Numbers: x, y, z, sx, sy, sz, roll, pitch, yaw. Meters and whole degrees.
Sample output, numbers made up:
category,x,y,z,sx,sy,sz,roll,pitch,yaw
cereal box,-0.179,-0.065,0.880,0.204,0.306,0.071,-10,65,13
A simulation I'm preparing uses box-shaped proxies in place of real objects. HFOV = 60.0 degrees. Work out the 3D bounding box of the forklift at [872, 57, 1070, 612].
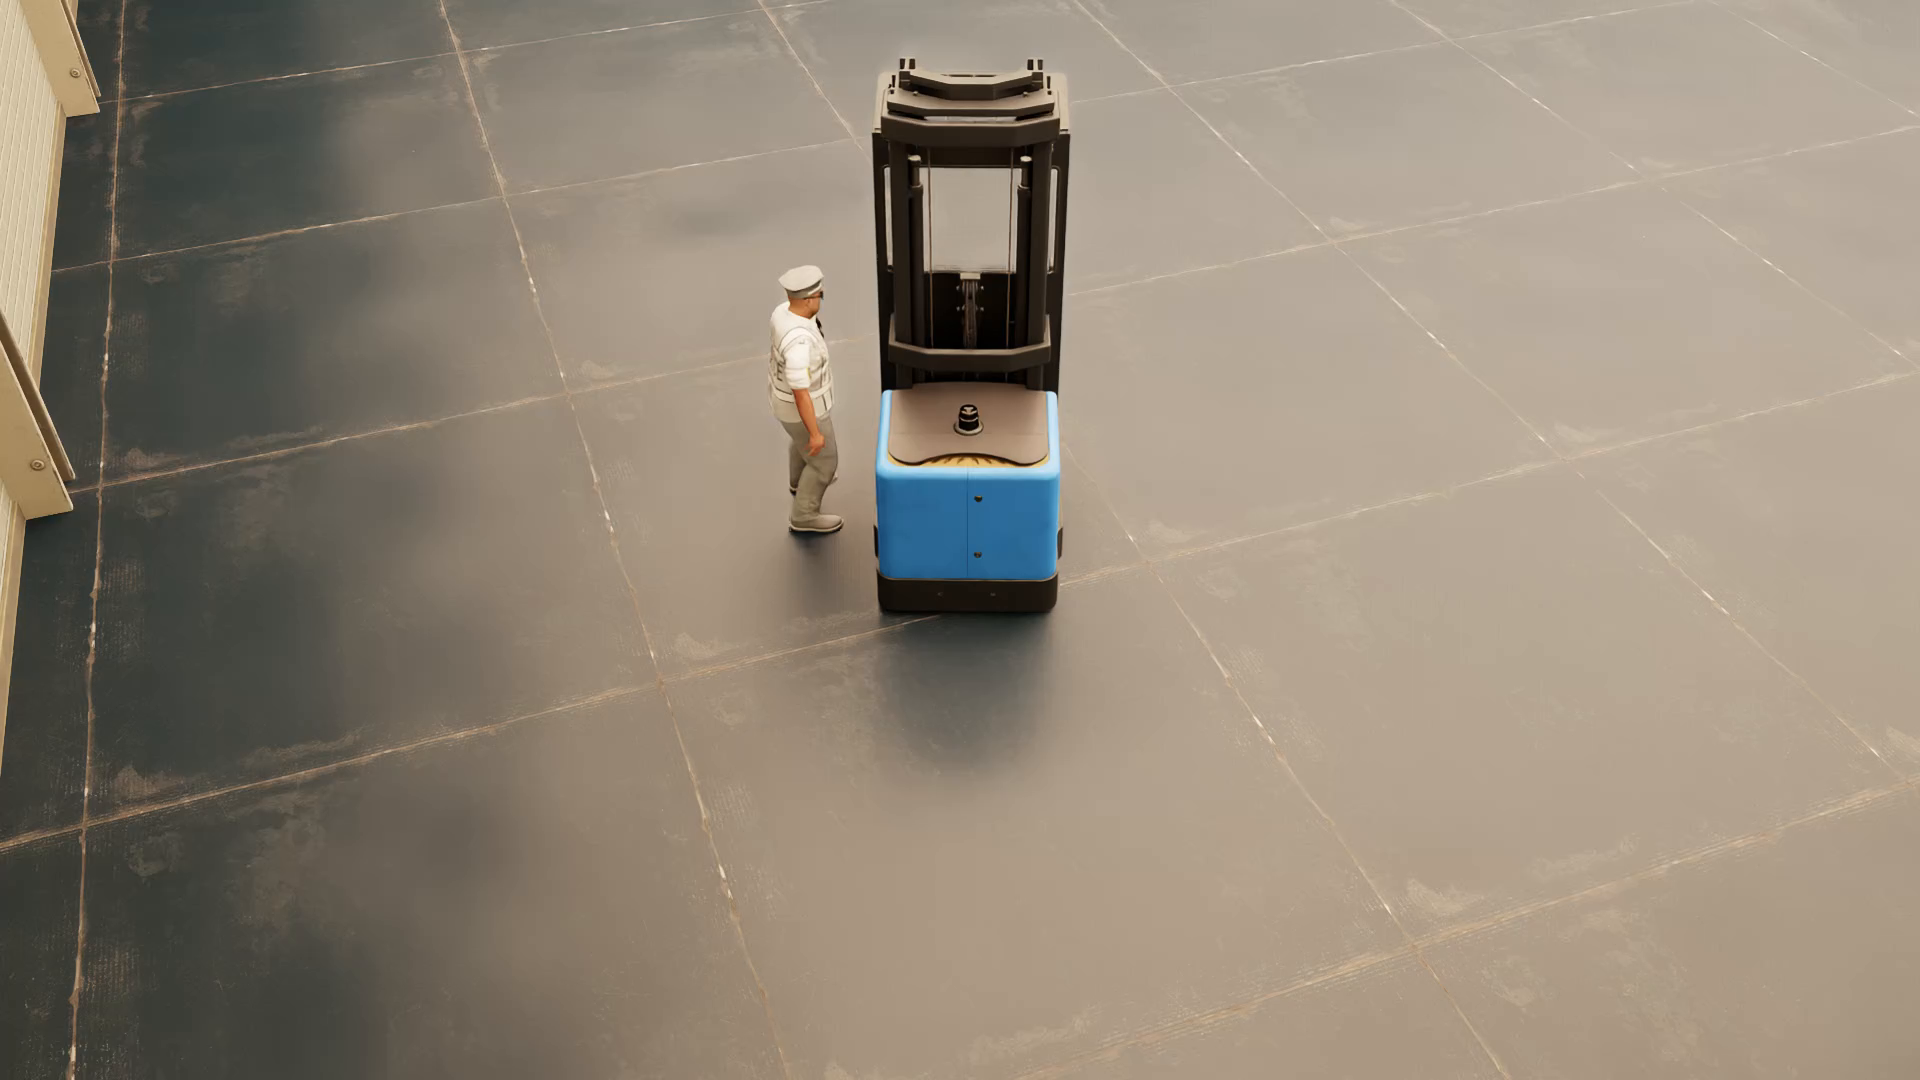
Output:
category,x,y,z,sx,sy,sz,roll,pitch,yaw
forklift,0.064,-1.627,9.934,1.130,2.935,3.031,1,40,1

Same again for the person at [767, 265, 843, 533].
category,x,y,z,sx,sy,sz,roll,pitch,yaw
person,-0.909,-0.838,9.926,0.450,1.733,0.749,-12,41,-14
